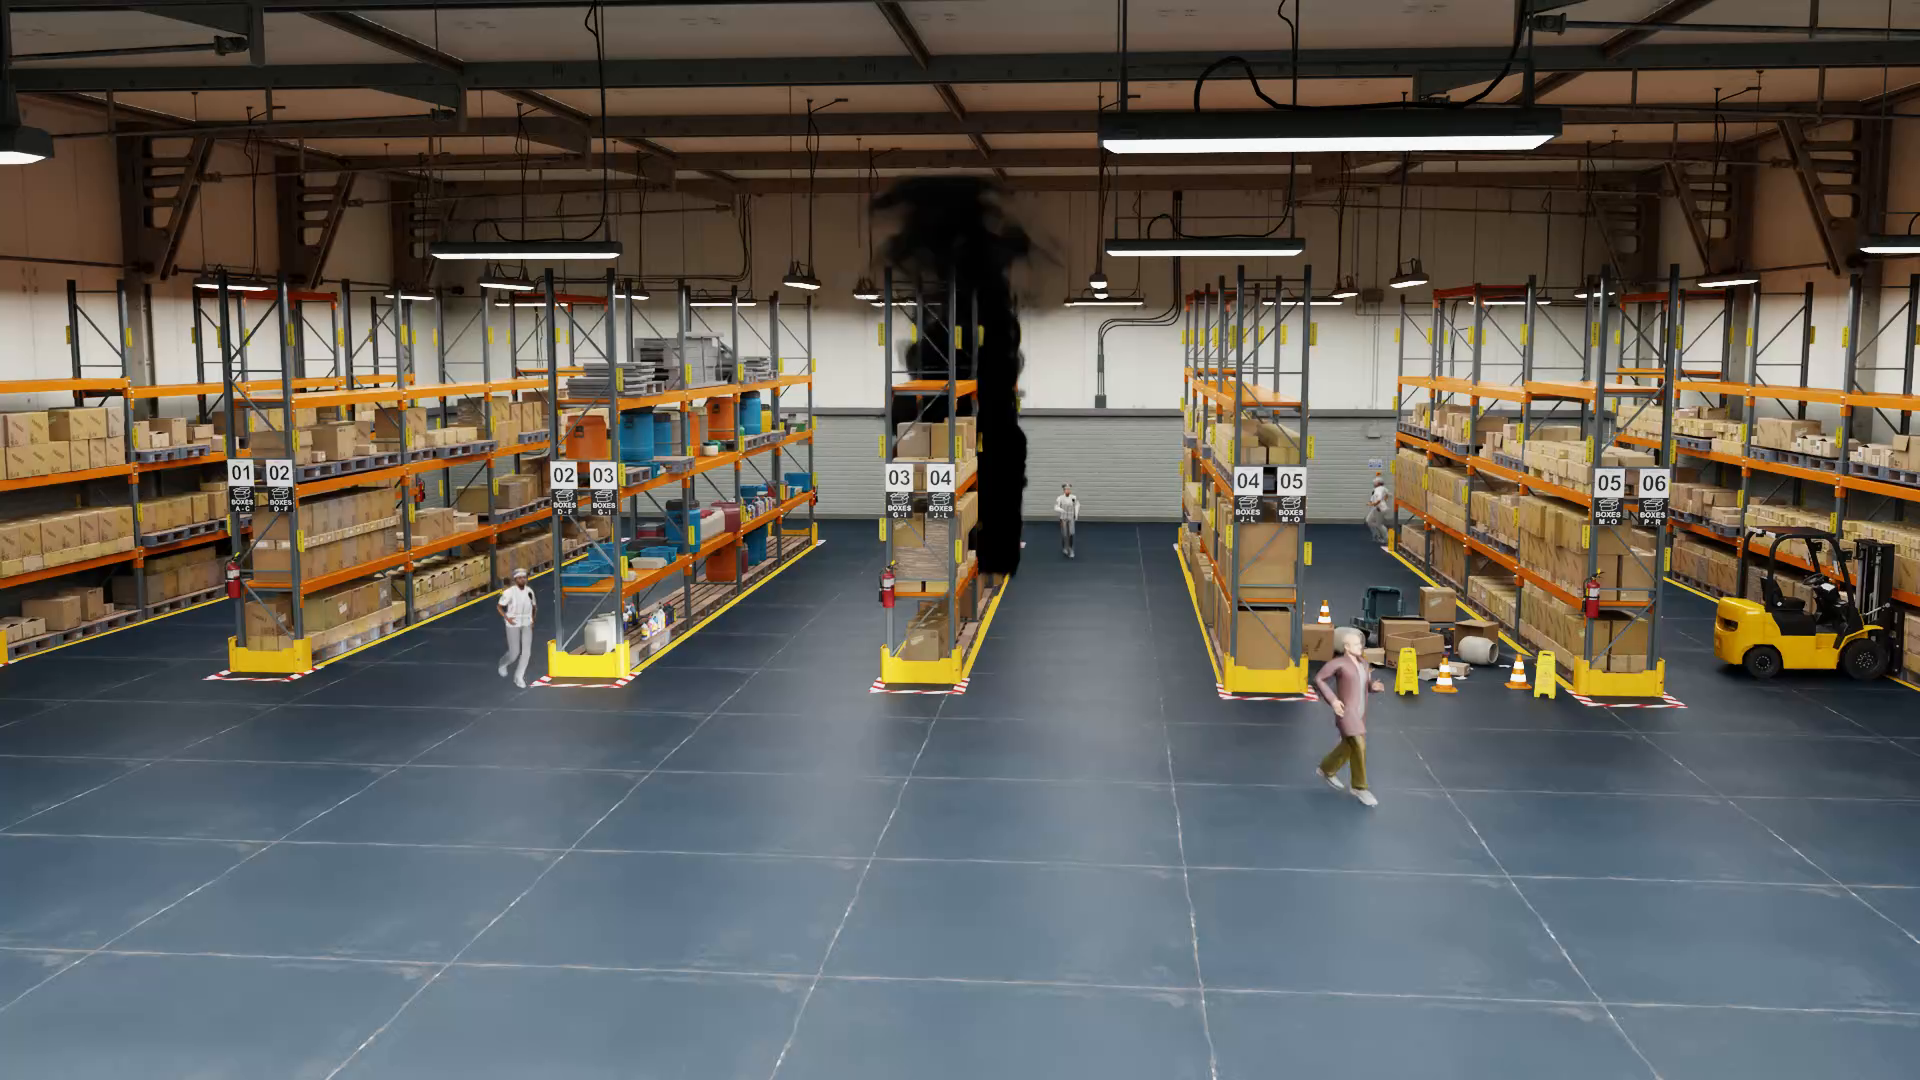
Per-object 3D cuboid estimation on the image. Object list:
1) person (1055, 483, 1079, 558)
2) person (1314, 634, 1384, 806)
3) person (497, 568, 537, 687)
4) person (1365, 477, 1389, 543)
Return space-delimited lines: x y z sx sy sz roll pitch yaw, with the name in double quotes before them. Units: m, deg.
"person" 2.437 -0.449 38.082 0.531 1.724 0.765 0 7 3
"person" 4.237 1.920 18.131 0.694 1.823 0.876 -7 10 -44
"person" -6.315 1.229 23.769 0.585 1.691 0.582 -5 9 -36
"person" 10.199 -0.713 40.533 0.644 1.654 0.659 2 7 13
